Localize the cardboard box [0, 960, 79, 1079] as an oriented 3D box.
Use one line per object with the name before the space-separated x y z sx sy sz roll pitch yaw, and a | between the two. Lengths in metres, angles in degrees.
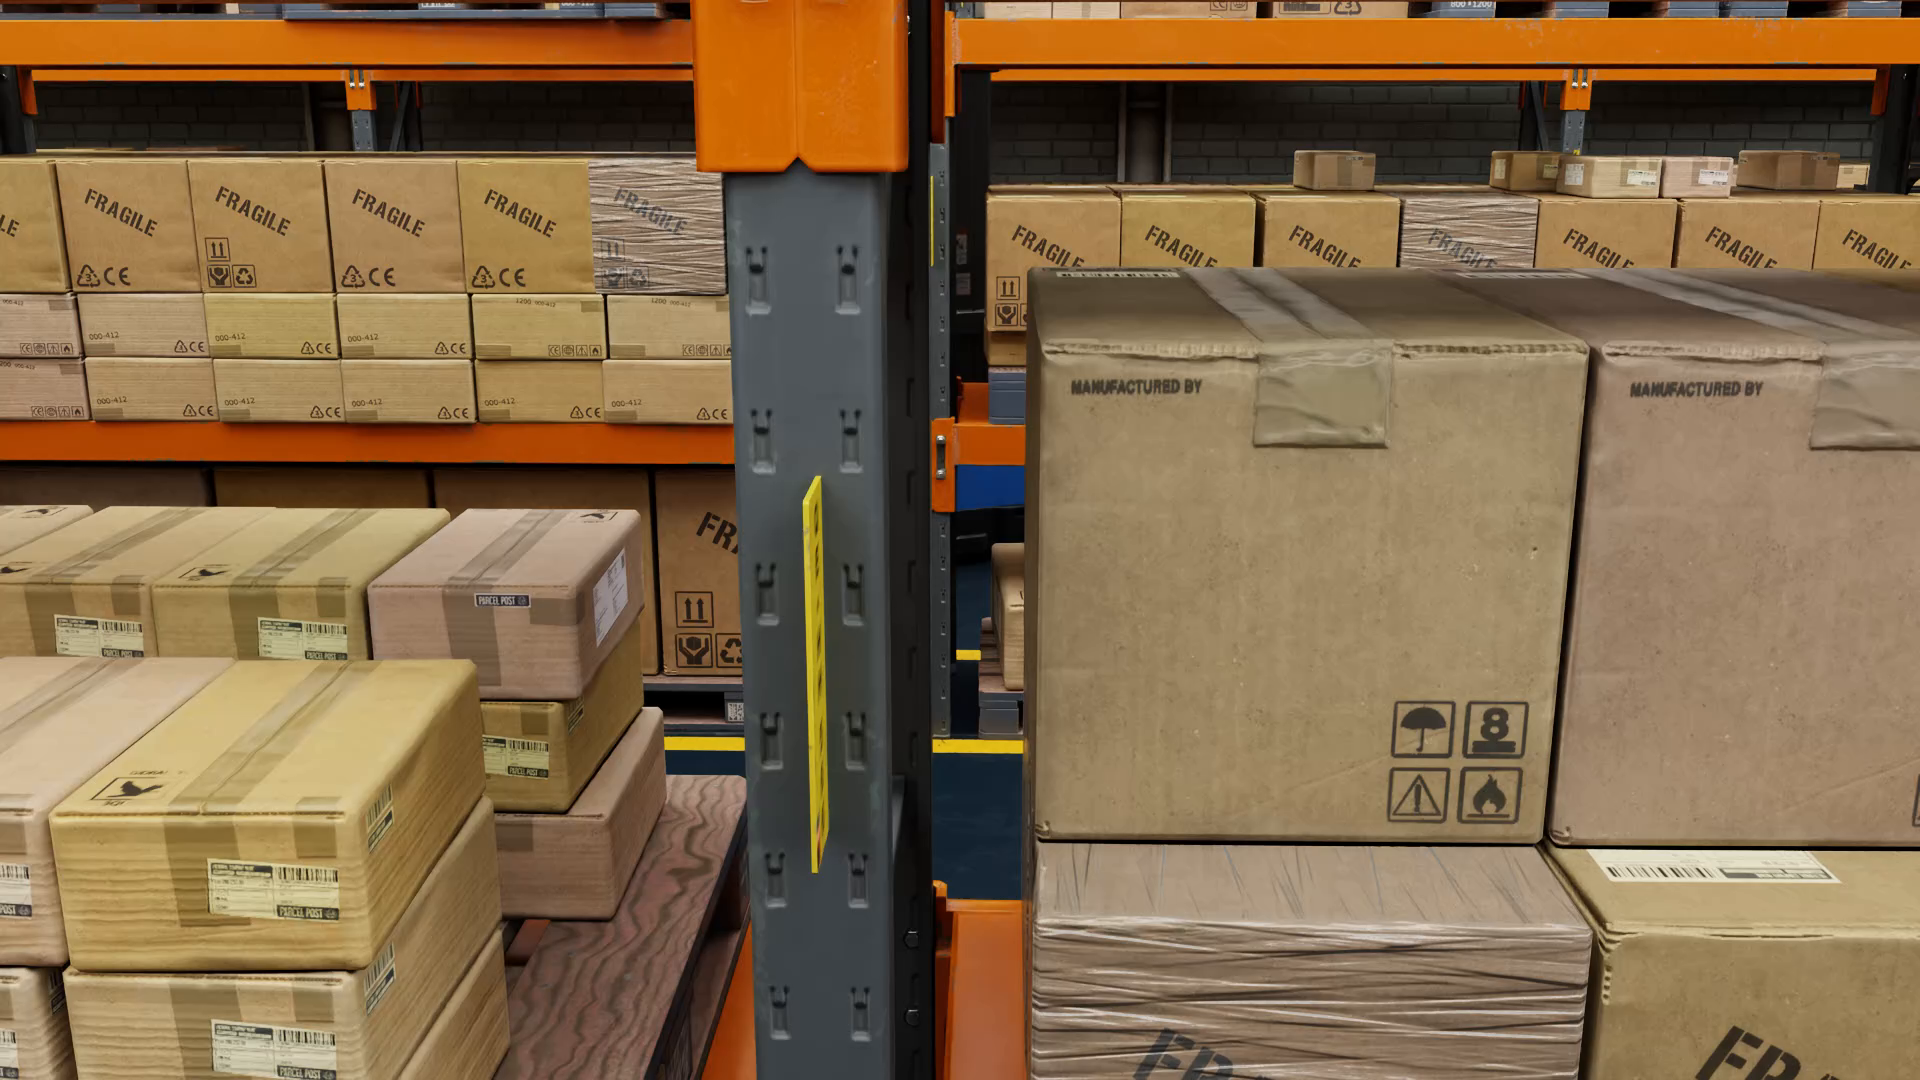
cardboard box | -0.889 0.383 1.593 0.250 0.149 0.380 1 15 4

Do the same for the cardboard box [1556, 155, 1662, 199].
cardboard box | 2.476 -1.391 6.359 0.250 0.149 0.380 0 15 -1

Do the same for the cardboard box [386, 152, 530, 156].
cardboard box | -2.096 -1.376 7.018 0.500 0.500 0.500 1 15 2

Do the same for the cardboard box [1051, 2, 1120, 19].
cardboard box | 0.474 -2.104 6.319 0.258 0.266 0.396 0 15 1

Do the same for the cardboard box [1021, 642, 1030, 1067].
cardboard box | 0.340 0.383 2.312 0.500 0.500 0.500 0 15 1

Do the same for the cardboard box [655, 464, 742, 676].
cardboard box | -0.780 0.033 7.178 0.875 0.875 0.875 0 15 1

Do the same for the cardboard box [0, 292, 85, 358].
cardboard box | -3.658 -0.886 6.634 0.500 0.250 0.500 0 15 0

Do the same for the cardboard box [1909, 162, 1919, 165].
cardboard box | 6.662 -2.551 11.580 0.250 0.149 0.380 1 15 3

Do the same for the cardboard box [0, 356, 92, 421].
cardboard box | -3.657 -0.649 6.715 0.500 0.250 0.500 0 15 0

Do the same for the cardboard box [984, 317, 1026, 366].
cardboard box | 0.228 -0.798 6.654 0.250 0.149 0.380 0 15 -2

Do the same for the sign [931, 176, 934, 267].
sign | -0.103 -1.184 6.179 0.005 0.325 0.100 0 15 1

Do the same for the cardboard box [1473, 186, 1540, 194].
cardboard box | 2.451 -1.221 6.986 0.500 0.500 0.500 0 15 1

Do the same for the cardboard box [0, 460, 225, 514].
cardboard box | -3.469 0.016 7.241 0.875 0.875 0.875 1 15 3

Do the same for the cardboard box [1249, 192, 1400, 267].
cardboard box | 1.404 -1.096 6.511 0.500 0.500 0.500 1 15 2

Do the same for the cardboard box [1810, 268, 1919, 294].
cardboard box | 1.350 -0.024 1.893 0.500 0.500 0.700 0 15 1

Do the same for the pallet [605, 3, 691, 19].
pallet | -0.737 -2.116 6.469 1.003 0.211 1.213 1 15 4

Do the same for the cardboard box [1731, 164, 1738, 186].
cardboard box | 5.115 -2.428 11.112 0.250 0.149 0.380 1 15 3

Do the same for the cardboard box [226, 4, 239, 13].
cardboard box | -4.976 -3.520 11.131 0.500 0.250 0.500 0 15 0

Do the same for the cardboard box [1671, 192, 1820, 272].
cardboard box | 2.944 -1.082 6.461 0.500 0.500 0.500 0 15 2

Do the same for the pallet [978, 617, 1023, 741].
pallet | 0.689 0.588 7.198 1.213 0.211 1.003 0 15 1

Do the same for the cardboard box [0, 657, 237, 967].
cardboard box | -0.870 0.239 1.556 0.250 0.149 0.380 0 15 1

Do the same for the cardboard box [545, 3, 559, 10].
cardboard box | -2.658 -3.529 10.928 0.250 0.149 0.380 0 15 1

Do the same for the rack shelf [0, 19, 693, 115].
rack shelf | -2.091 -1.881 6.622 4.000 0.370 1.077 0 15 1

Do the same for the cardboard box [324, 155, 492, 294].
cardboard box | -2.130 -1.246 6.526 0.500 0.500 0.500 0 15 1

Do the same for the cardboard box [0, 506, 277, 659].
cardboard box | -1.088 0.072 2.192 0.250 0.149 0.380 0 15 1

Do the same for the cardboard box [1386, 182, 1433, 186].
cardboard box | 3.168 -2.442 11.747 0.250 0.149 0.380 0 15 1

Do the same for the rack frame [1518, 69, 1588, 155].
rack frame | 4.030 -2.006 11.562 0.127 3.000 1.000 0 15 1

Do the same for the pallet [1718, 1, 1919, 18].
pallet | 3.293 -2.131 6.524 1.003 0.211 1.213 0 15 1

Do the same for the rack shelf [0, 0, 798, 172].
rack shelf | -2.116 -0.618 1.834 4.000 0.370 1.077 0 15 1

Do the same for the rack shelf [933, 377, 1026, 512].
rack shelf | 1.908 -0.405 6.905 4.000 0.370 1.077 0 15 1

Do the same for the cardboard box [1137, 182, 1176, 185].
cardboard box | 1.390 -2.447 11.769 0.250 0.149 0.380 0 15 1

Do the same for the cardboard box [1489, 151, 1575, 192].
cardboard box | 2.357 -1.523 6.858 0.250 0.149 0.380 1 15 5

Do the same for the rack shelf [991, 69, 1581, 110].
rack shelf | 2.031 -3.121 11.321 4.000 0.370 1.077 0 15 1

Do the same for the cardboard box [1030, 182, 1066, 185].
cardboard box | 0.626 -2.470 11.855 0.250 0.149 0.380 1 15 3

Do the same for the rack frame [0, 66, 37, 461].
rack frame | -4.090 -0.792 6.962 0.127 3.000 1.000 0 15 1

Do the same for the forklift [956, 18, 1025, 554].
forklift | -0.642 -1.357 9.238 3.031 2.935 1.130 -6 16 -21

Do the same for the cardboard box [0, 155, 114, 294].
cardboard box | -3.658 -1.248 6.533 0.500 0.500 0.500 1 15 2

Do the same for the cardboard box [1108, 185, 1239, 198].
cardboard box | 0.887 -1.229 7.014 0.500 0.500 0.500 0 15 1

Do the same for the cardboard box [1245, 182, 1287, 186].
cardboard box | 2.161 -2.447 11.766 0.250 0.149 0.380 1 15 2

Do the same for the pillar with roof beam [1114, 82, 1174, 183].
pillar with roof beam | 1.248 -4.056 7.574 0.400 9.000 9.100 0 15 1

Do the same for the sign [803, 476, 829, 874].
sign | -0.122 0.114 1.414 0.005 0.325 0.100 0 15 1

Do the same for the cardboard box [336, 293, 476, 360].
cardboard box | -2.126 -0.877 6.599 0.500 0.250 0.500 0 15 0

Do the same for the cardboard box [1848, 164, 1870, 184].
cardboard box | 6.132 -2.443 11.167 0.250 0.149 0.380 1 15 2

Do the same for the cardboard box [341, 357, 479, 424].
cardboard box | -2.129 -0.633 6.654 0.500 0.250 0.500 0 15 1

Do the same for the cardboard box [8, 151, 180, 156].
cardboard box | -3.637 -1.385 7.053 0.500 0.500 0.500 1 15 3
